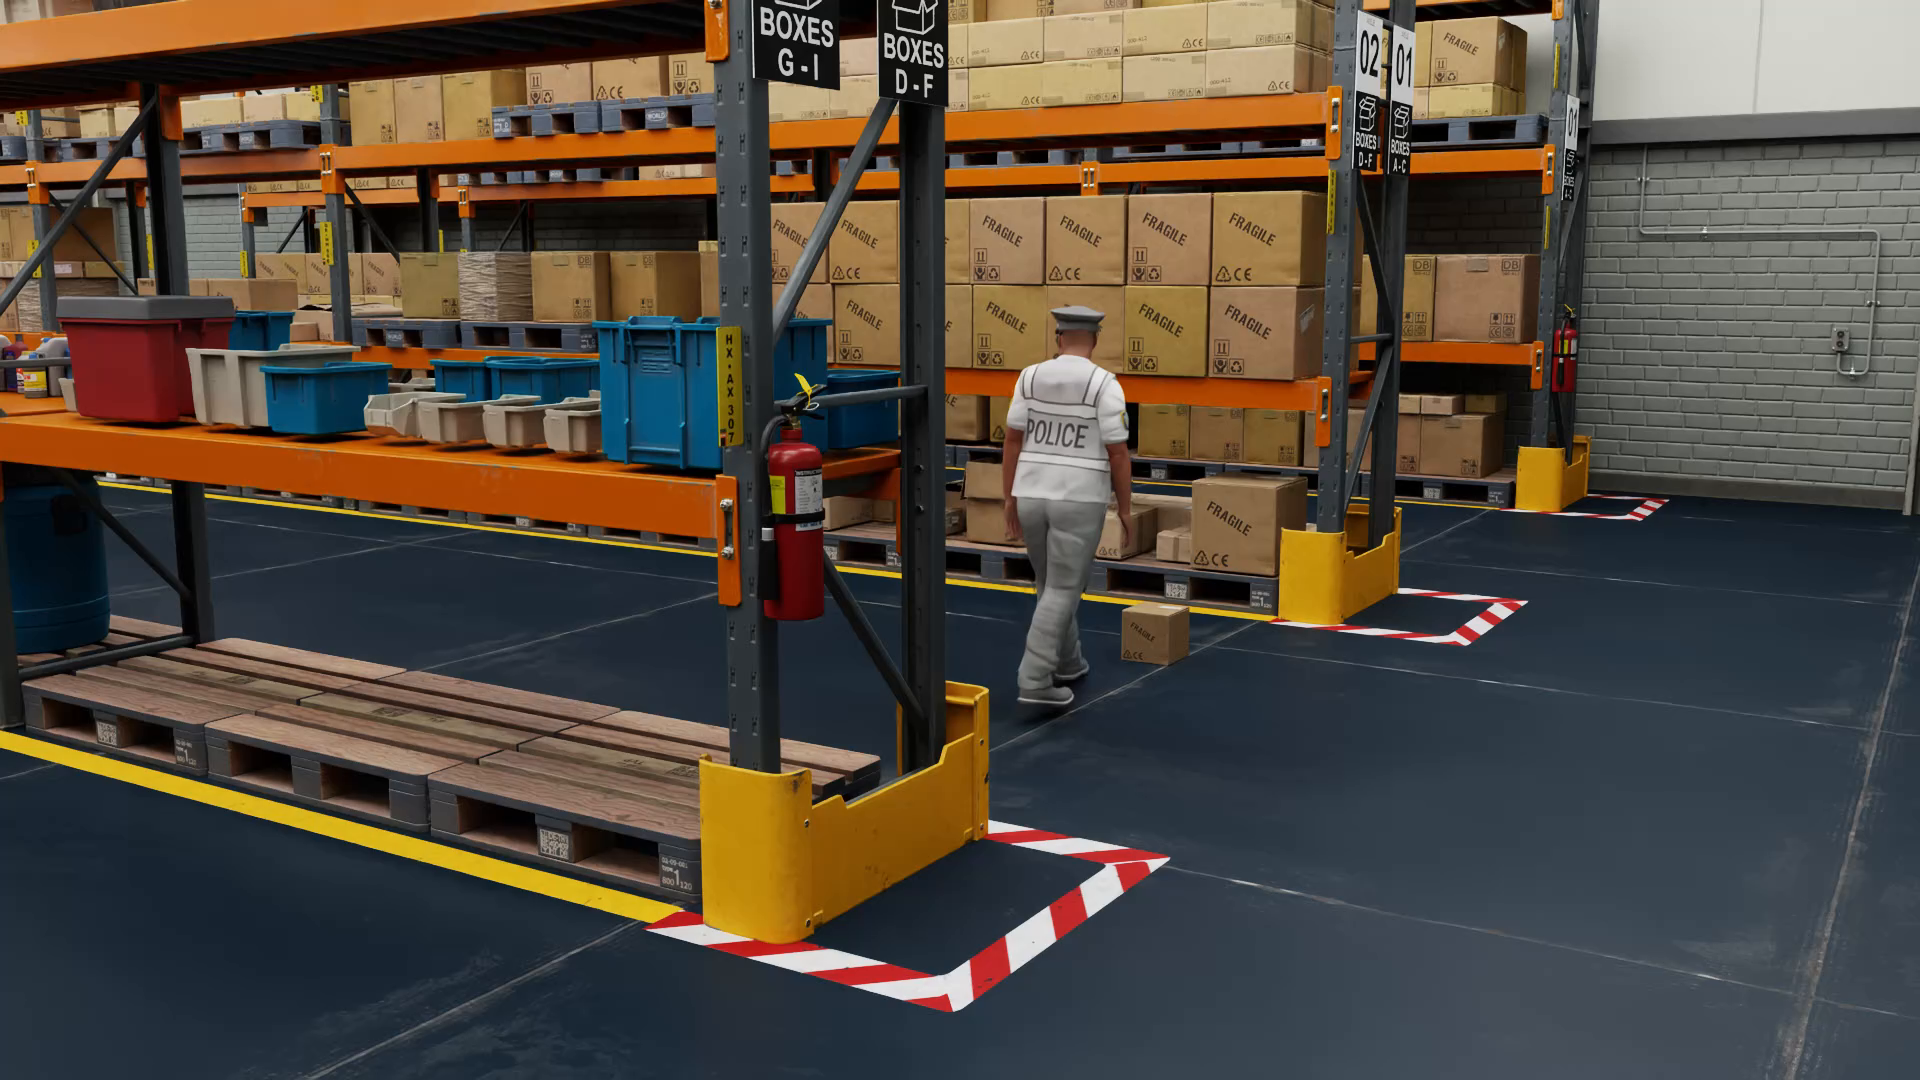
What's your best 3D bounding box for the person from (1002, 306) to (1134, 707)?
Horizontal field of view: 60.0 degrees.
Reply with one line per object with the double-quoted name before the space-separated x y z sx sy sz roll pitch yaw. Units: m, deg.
"person" 0.485 -0.161 7.274 0.549 1.711 0.879 7 11 35
